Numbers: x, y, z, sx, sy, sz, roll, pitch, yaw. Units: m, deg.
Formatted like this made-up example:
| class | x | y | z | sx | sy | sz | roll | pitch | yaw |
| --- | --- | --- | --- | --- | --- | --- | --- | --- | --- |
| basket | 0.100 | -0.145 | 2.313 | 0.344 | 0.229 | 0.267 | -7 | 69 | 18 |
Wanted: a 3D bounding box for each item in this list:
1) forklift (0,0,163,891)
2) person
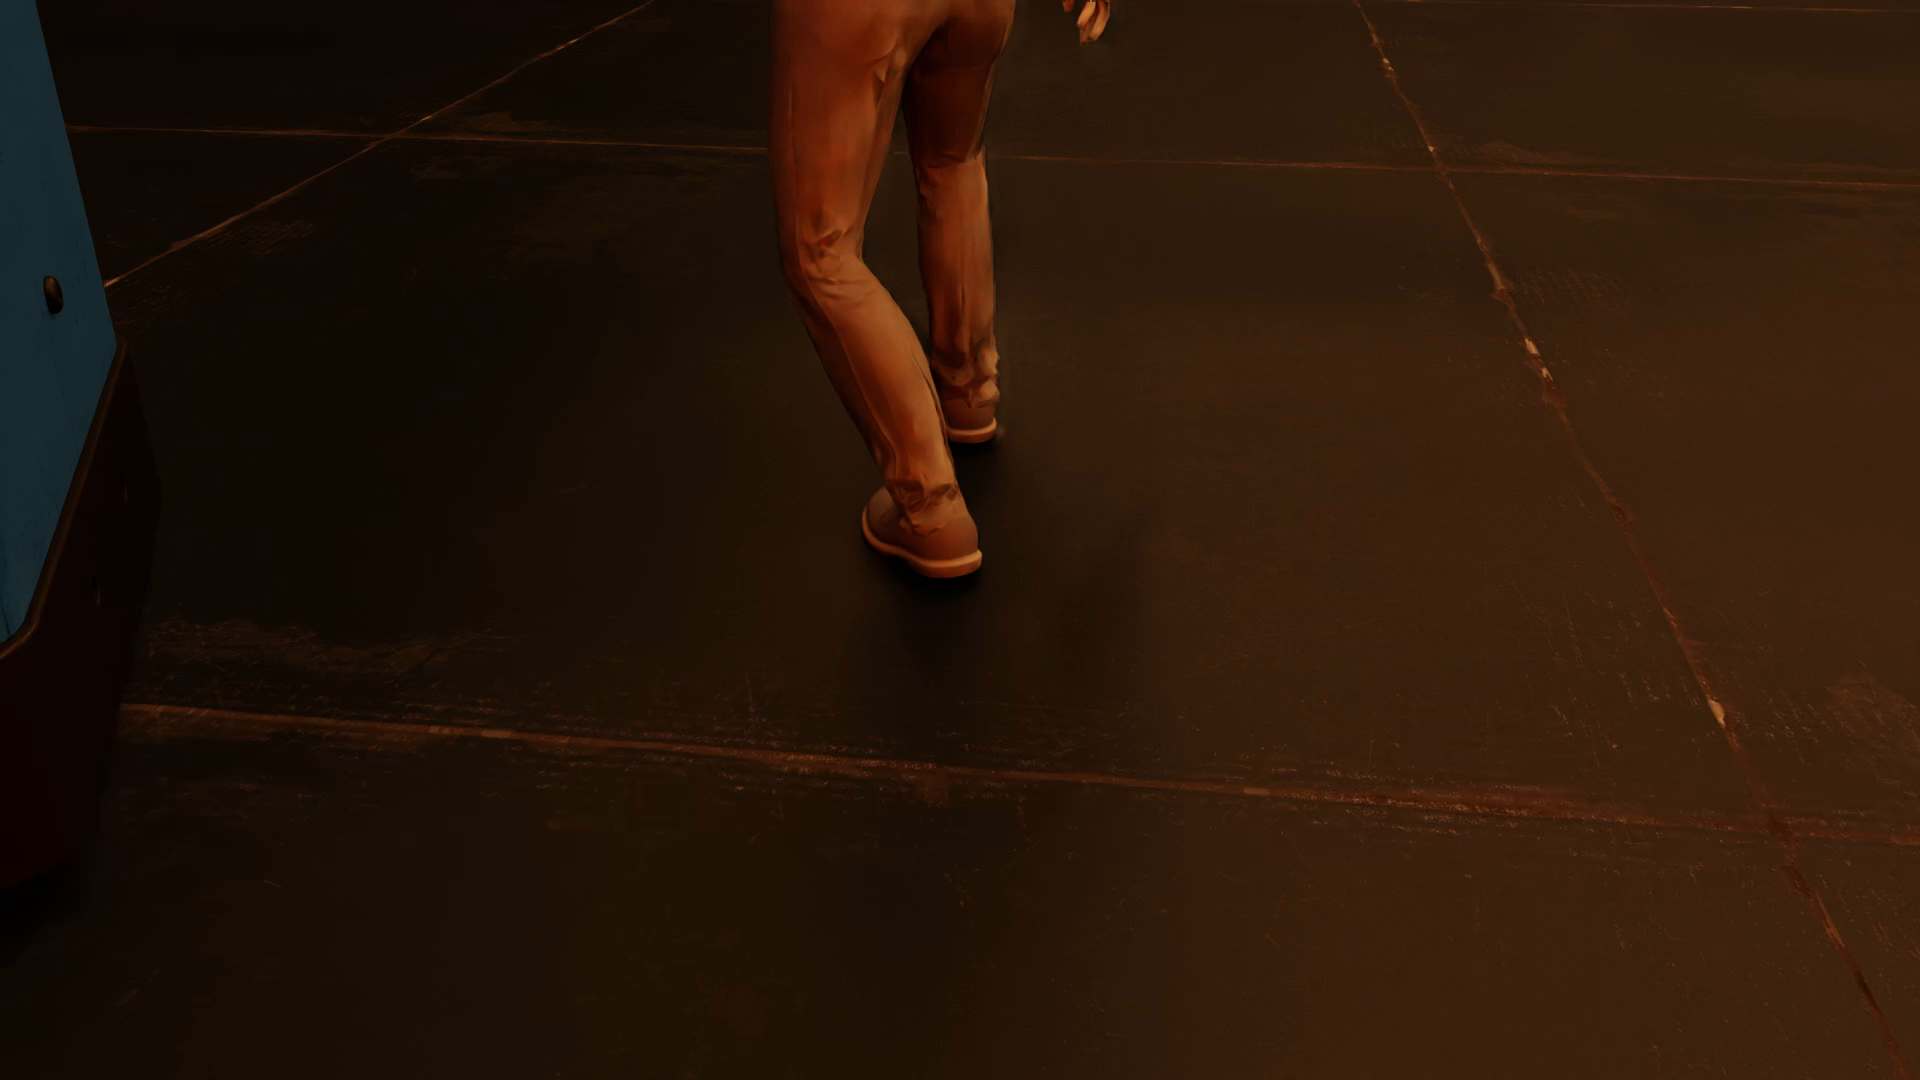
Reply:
| class | x | y | z | sx | sy | sz | roll | pitch | yaw |
| --- | --- | --- | --- | --- | --- | --- | --- | --- | --- |
| forklift | -2.479 | -0.913 | 1.047 | 3.031 | 2.935 | 1.130 | -9 | 28 | -17 |
| person | -0.072 | -0.831 | 2.397 | 0.639 | 1.584 | 0.752 | -20 | 33 | -34 |
